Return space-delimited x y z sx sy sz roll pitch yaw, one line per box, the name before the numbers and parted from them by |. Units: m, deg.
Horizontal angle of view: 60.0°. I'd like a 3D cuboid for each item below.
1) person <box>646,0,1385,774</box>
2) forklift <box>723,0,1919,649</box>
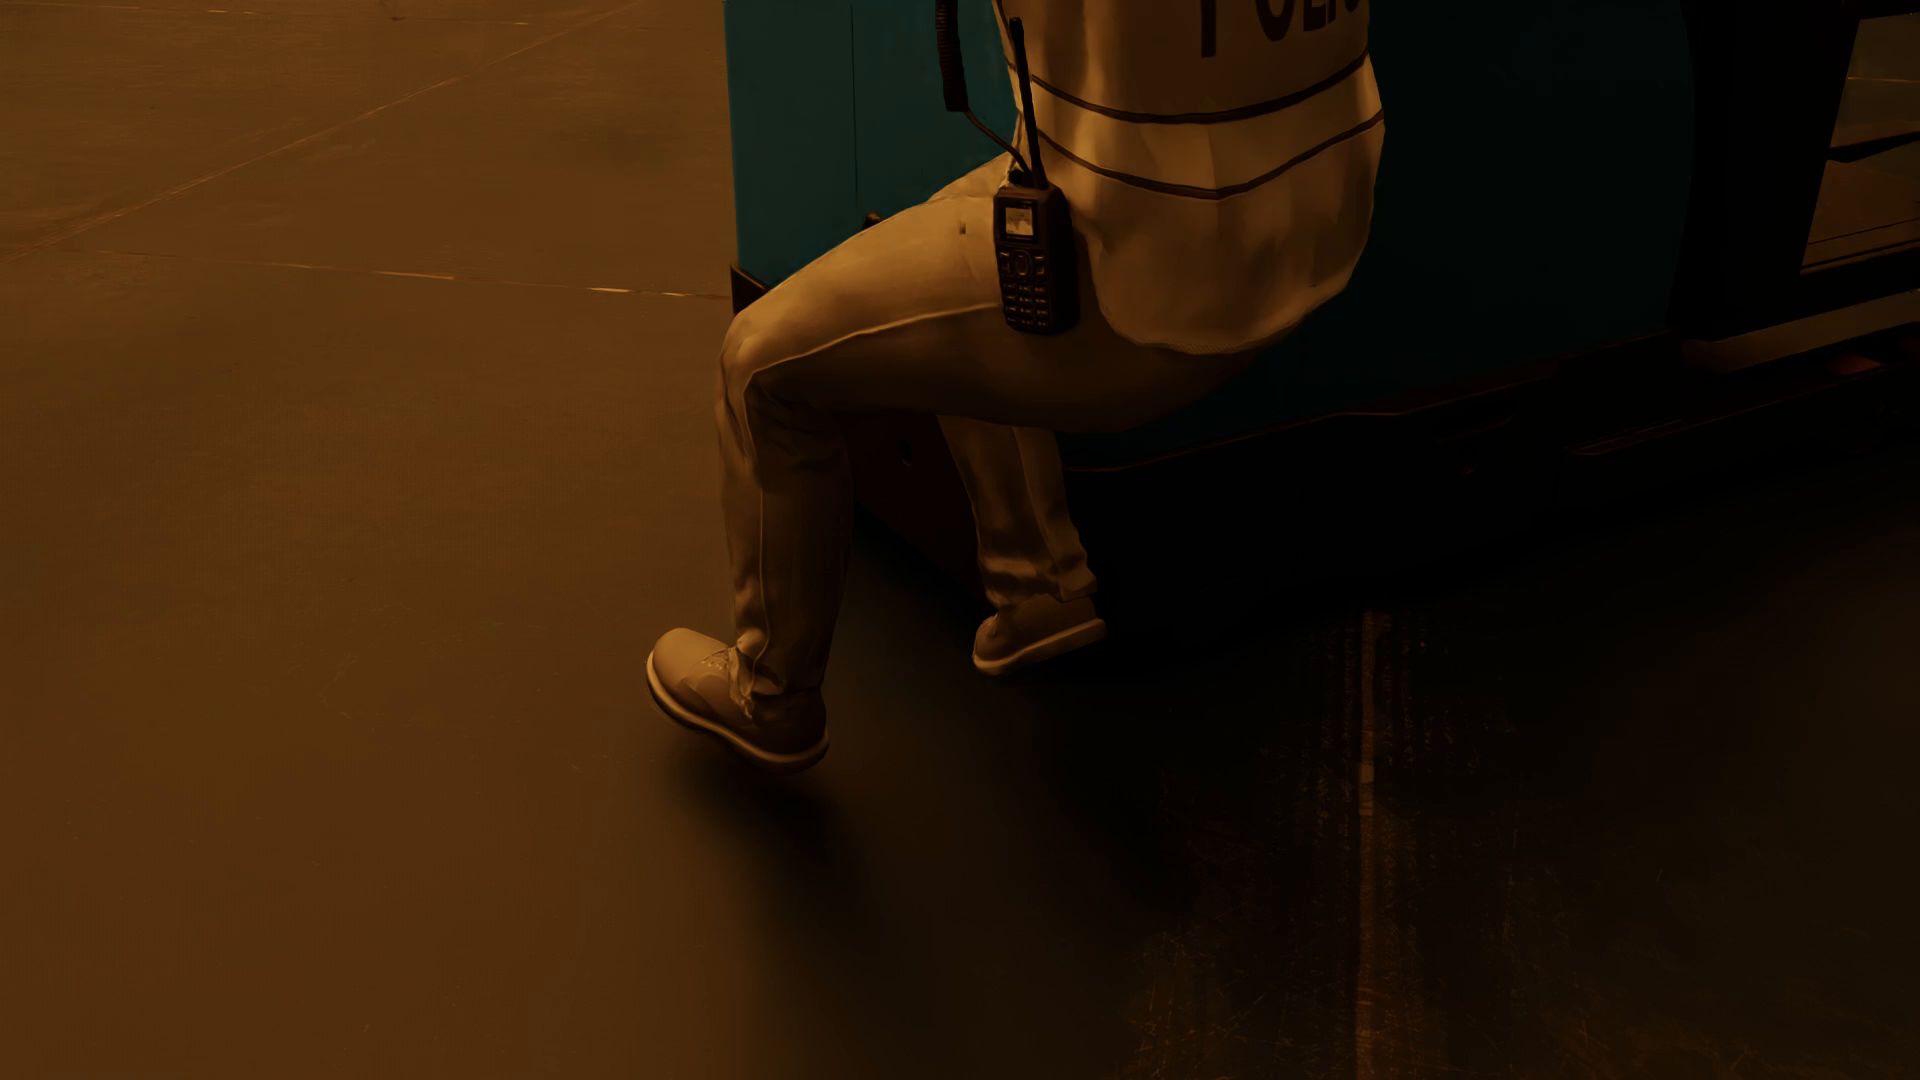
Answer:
person | 0.007 -0.405 1.600 0.780 1.442 1.010 20 33 35
forklift | 1.160 -1.641 2.499 3.031 2.935 1.130 -15 30 -27
